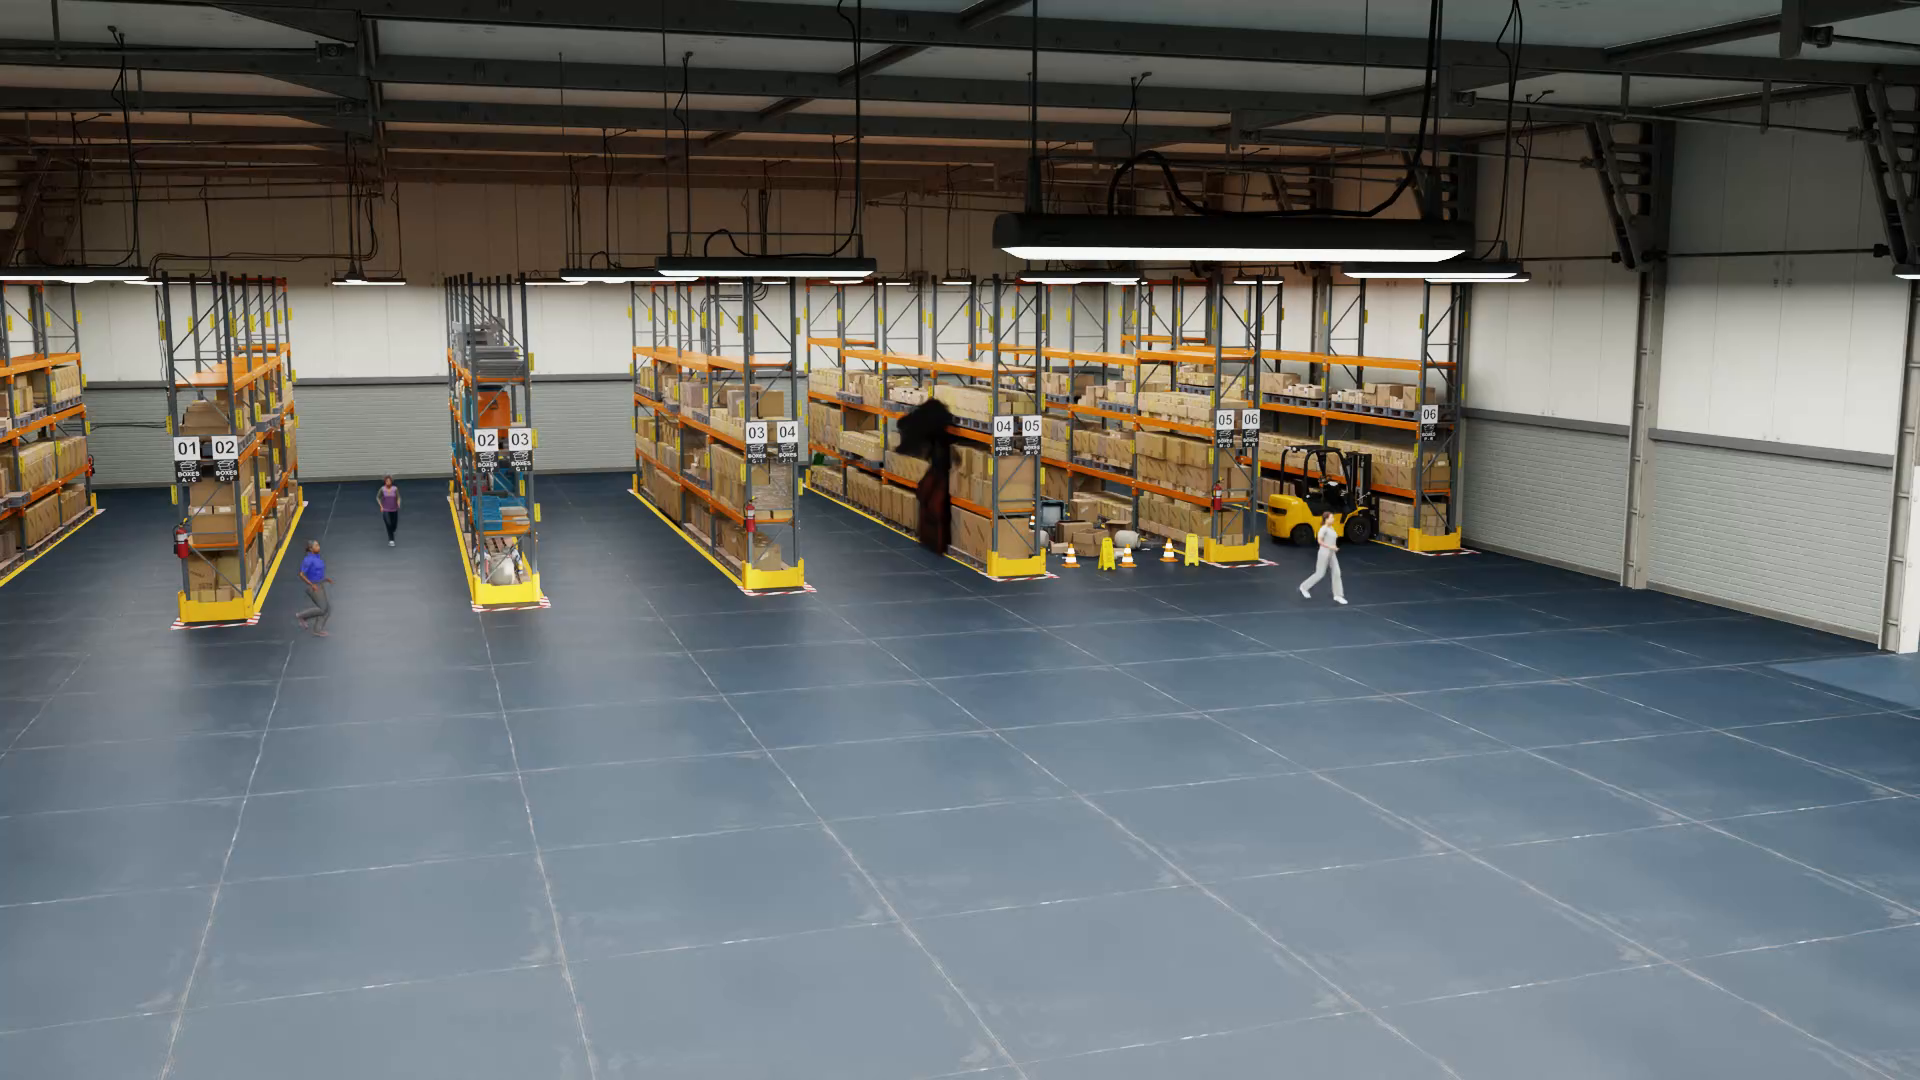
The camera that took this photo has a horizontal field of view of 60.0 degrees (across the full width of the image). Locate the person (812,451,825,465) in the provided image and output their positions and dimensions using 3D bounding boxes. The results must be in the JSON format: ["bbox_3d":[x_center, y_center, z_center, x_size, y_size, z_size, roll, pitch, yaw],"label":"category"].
[{"bbox_3d":[-4.094,-2.559,49.473,0.817,1.718,0.705,-2,9,-10],"label":"person"}]

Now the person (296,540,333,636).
[{"bbox_3d":[-10.694,0.800,27.546,0.564,1.617,0.576,0,9,3],"label":"person"}]

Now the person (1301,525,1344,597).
[{"bbox_3d":[6.712,0.372,30.548,0.828,1.321,0.557,7,11,41],"label":"person"}]

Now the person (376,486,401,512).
[{"bbox_3d":[-12.812,-0.929,37.296,0.525,0.571,0.336,-4,9,-24],"label":"person"}]
